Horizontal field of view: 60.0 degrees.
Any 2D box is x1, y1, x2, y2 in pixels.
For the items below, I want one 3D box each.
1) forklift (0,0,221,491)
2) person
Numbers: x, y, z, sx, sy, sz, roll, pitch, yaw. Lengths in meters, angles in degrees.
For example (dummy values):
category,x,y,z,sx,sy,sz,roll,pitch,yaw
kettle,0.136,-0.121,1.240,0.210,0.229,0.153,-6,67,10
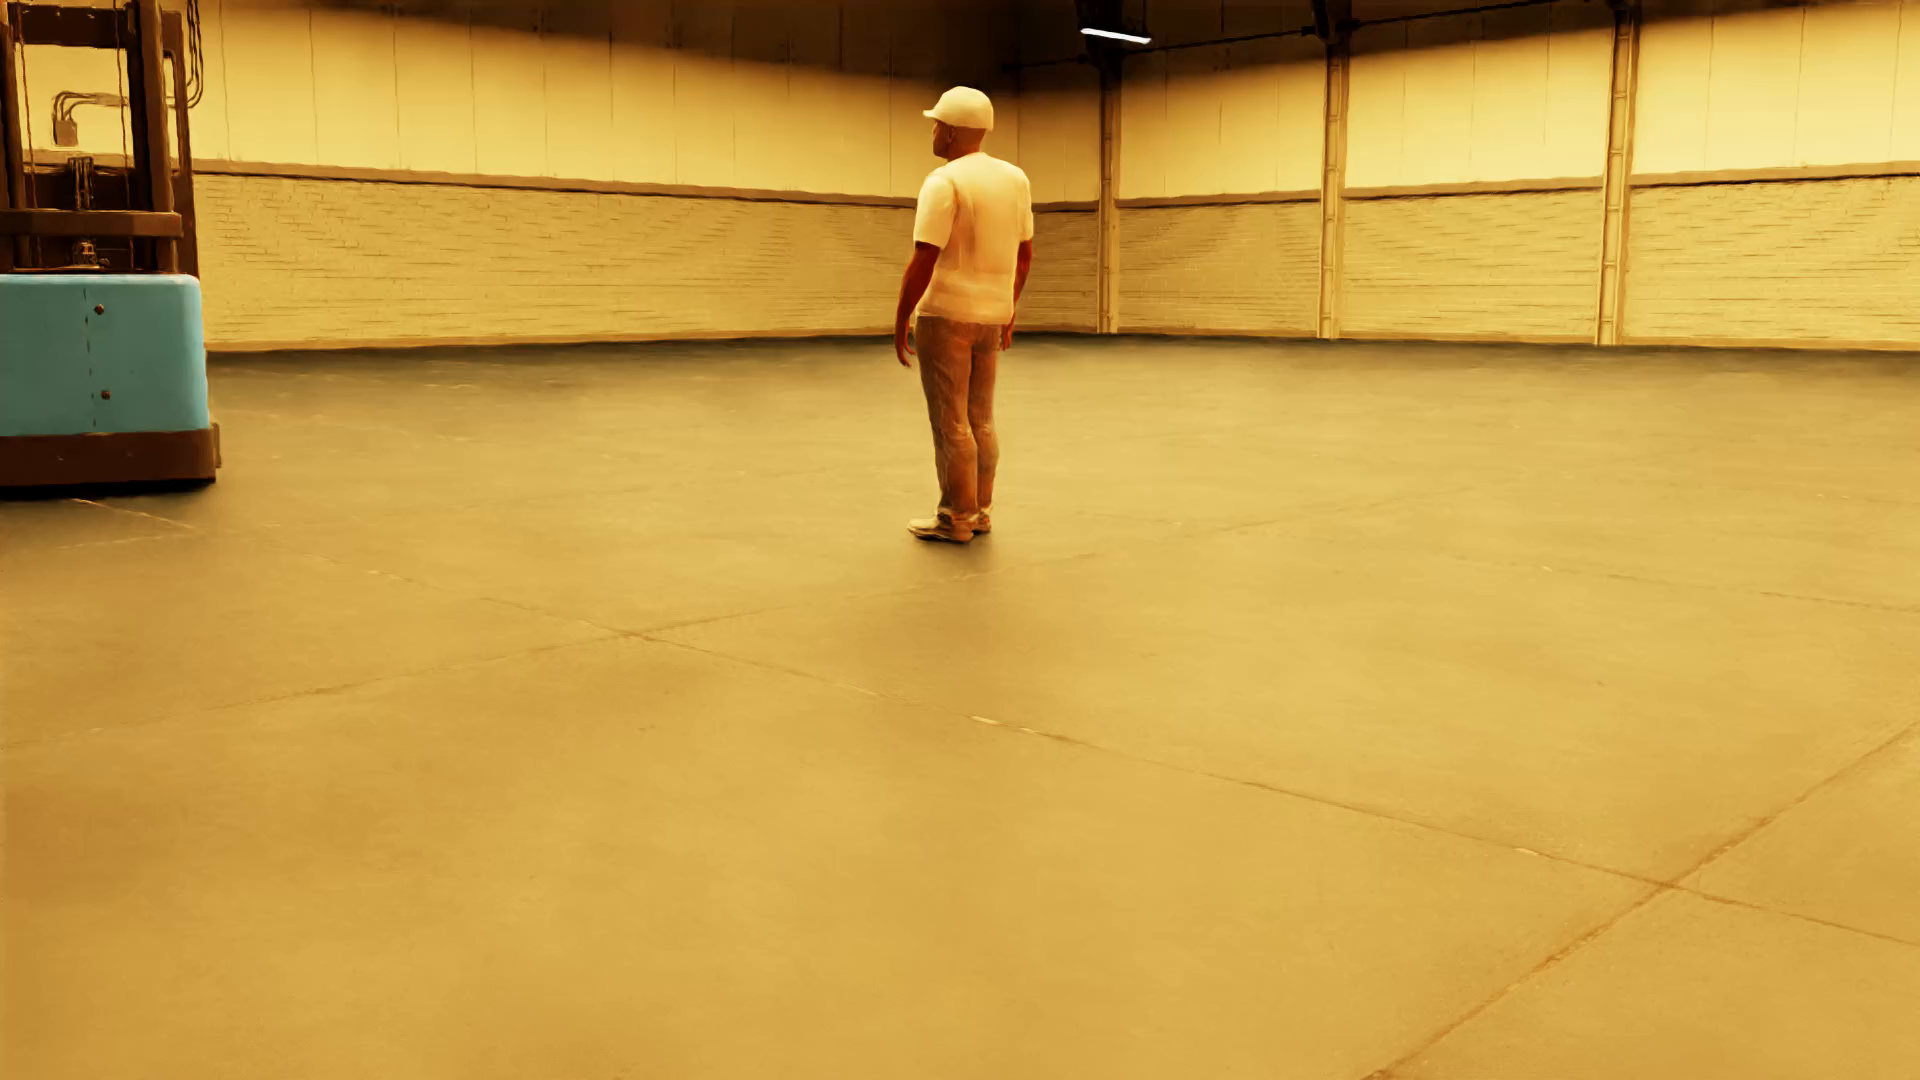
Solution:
category,x,y,z,sx,sy,sz,roll,pitch,yaw
forklift,-4.851,-1.860,9.225,1.130,2.935,3.031,-4,10,-26
person,-0.046,-0.888,6.637,0.576,1.766,0.665,8,12,43
